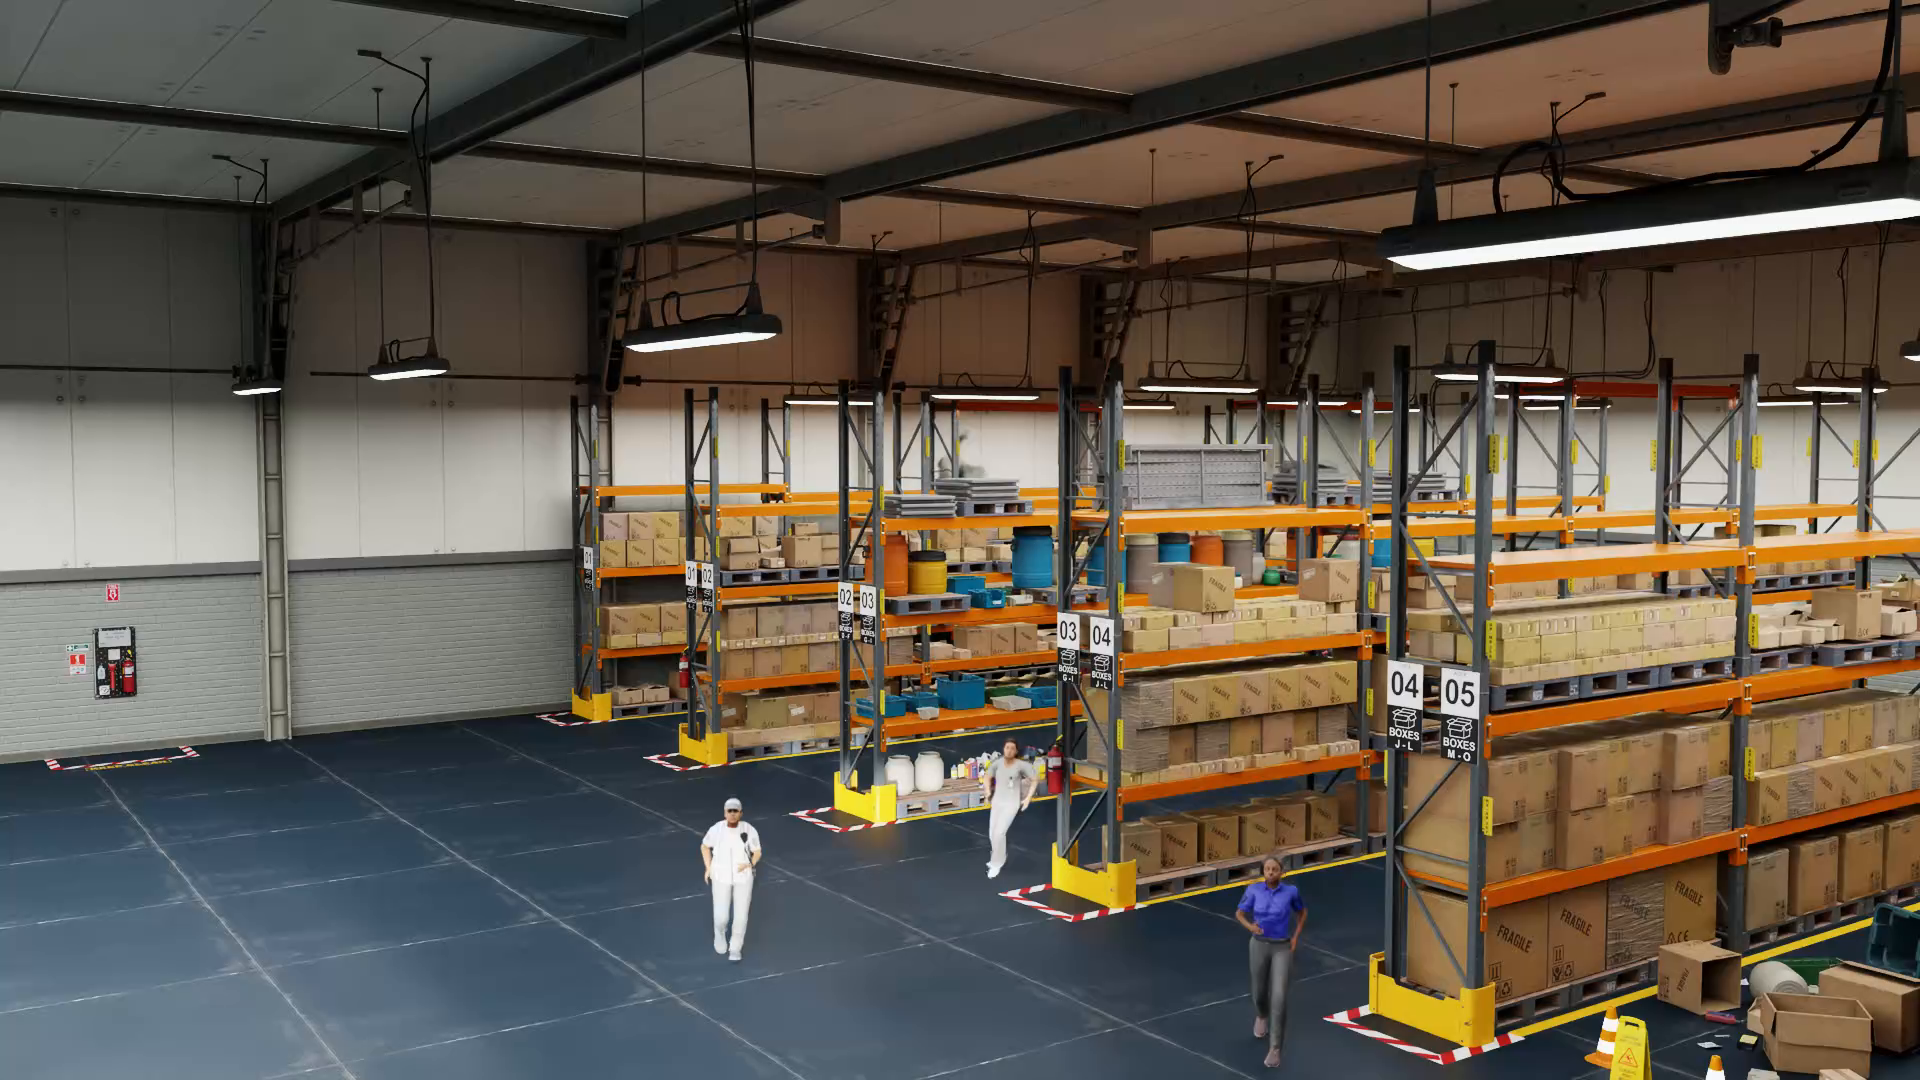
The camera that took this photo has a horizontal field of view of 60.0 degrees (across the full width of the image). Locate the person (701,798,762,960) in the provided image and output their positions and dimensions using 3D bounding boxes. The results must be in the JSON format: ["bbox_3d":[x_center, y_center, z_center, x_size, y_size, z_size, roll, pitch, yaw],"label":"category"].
[{"bbox_3d":[-2.247,3.358,16.377,0.593,1.618,0.559,-1,3,-9],"label":"person"}]

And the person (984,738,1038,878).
[{"bbox_3d":[0.561,3.168,19.699,0.625,1.651,0.663,2,4,28],"label":"person"}]

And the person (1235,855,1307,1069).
[{"bbox_3d":[2.613,3.496,14.030,0.585,1.675,0.814,1,4,18],"label":"person"}]
